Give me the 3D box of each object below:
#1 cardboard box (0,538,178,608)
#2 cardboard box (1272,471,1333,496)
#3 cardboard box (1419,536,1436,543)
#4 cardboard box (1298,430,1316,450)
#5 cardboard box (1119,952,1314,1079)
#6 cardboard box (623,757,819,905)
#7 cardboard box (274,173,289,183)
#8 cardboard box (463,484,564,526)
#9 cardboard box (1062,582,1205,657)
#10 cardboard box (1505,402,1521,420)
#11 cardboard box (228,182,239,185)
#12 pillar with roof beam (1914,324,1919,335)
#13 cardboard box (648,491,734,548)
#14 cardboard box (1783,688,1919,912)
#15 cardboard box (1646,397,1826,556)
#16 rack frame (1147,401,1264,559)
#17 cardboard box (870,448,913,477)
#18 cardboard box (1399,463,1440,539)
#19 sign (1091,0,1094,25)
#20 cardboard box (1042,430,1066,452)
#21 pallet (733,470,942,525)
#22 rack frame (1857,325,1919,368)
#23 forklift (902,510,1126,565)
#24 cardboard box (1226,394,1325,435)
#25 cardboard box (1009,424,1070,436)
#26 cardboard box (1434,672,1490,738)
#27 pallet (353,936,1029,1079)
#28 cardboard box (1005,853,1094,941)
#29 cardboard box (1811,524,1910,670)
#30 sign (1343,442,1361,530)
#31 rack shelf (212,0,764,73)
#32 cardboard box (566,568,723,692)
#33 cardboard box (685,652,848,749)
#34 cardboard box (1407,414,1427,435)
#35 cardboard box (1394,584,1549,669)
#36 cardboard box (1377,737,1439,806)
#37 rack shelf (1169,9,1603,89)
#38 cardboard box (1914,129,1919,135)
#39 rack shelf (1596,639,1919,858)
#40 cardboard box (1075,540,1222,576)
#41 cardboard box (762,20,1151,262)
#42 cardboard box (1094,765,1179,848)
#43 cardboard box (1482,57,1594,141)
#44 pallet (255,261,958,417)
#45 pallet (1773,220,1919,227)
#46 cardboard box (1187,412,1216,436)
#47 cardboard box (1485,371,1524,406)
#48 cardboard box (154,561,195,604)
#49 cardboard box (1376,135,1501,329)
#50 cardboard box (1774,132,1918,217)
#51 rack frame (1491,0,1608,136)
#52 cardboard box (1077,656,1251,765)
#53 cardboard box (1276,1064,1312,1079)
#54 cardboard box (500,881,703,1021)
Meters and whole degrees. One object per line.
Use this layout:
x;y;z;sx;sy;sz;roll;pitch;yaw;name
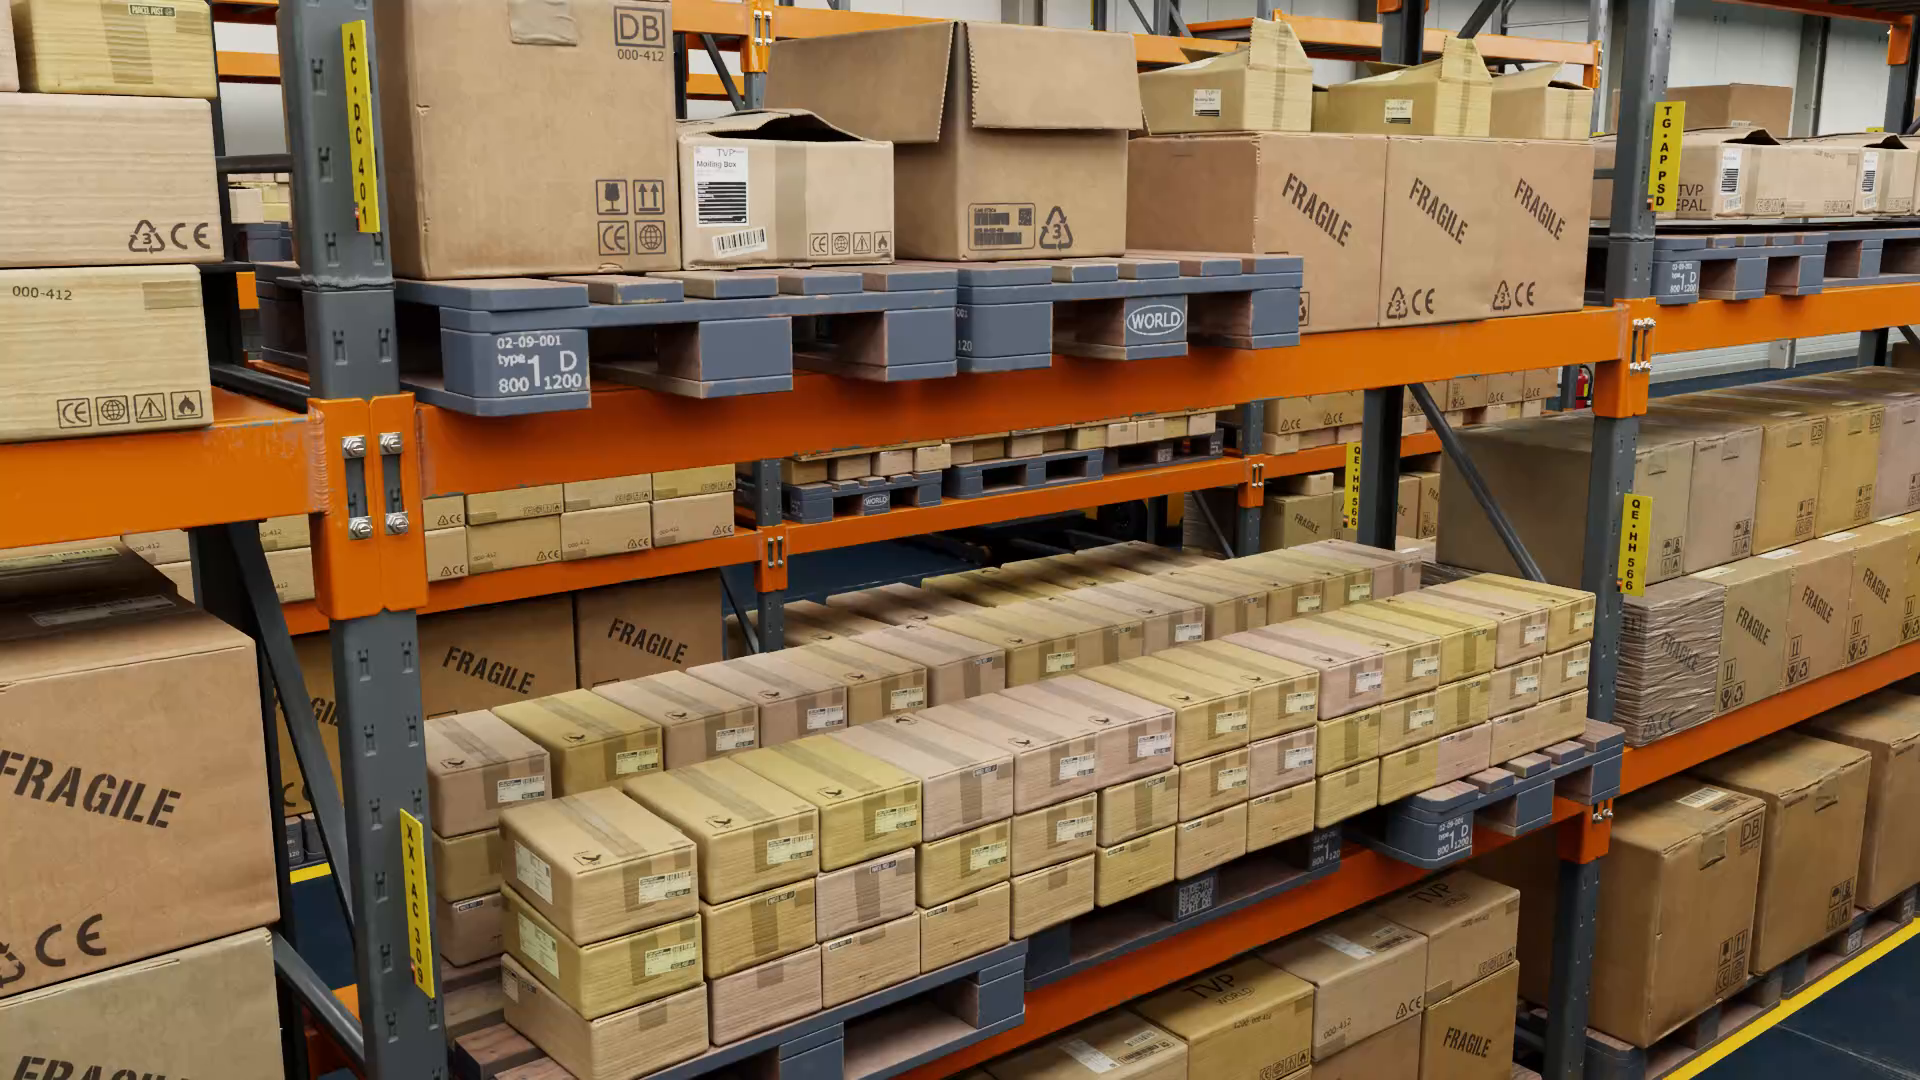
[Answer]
-1.807;0.312;3.195;0.500;0.500;0.500;-9;15;-36;cardboard box
2.537;-0.435;12.319;0.250;0.149;0.380;-9;15;-37;cardboard box
3.619;0.053;13.390;0.500;0.250;0.500;-10;16;-40;cardboard box
2.384;-0.758;12.205;0.250;0.149;0.380;-9;15;-36;cardboard box
0.656;1.370;4.778;0.500;0.250;0.500;-9;15;-36;cardboard box
-0.494;0.589;3.415;0.250;0.149;0.380;-9;15;-36;cardboard box
-4.985;-2.719;12.297;0.250;0.149;0.380;-10;16;-40;cardboard box
-2.355;-0.263;8.422;0.500;0.250;0.500;-10;16;-39;cardboard box
0.519;0.249;5.019;0.250;0.149;0.380;-9;15;-35;cardboard box
4.396;-1.084;13.736;0.250;0.149;0.380;-10;15;-39;cardboard box
-5.409;-2.517;12.060;0.250;0.149;0.380;-9;15;-37;cardboard box
22.116;-7.581;29.288;0.400;9.000;9.100;-9;15;-38;pillar with roof beam
-1.583;-0.151;9.101;0.500;0.250;0.500;-10;16;-40;cardboard box
3.760;1.053;7.474;0.750;0.750;1.050;-9;15;-38;cardboard box
2.971;-0.270;6.652;0.500;0.500;0.700;-10;15;-39;cardboard box
1.773;-0.851;12.037;0.127;3.000;1.000;-9;15;-38;rack frame
-0.496;-0.486;9.911;0.250;0.149;0.380;-11;16;-41;cardboard box
3.630;-0.319;13.333;0.500;0.500;0.500;-10;15;-39;cardboard box
1.451;-5.735;17.962;0.005;0.325;0.100;-9;15;-38;sign
0.468;-0.675;10.800;0.250;0.149;0.380;-10;16;-40;cardboard box
-0.861;-0.348;10.130;1.003;0.211;1.213;-9;15;-38;pallet
4.944;-0.062;8.318;0.127;3.000;1.000;-9;15;-38;rack frame
0.396;-1.333;14.473;1.130;2.935;3.031;-10;15;-38;forklift
2.291;-1.058;12.052;0.500;0.500;0.500;-9;15;-38;cardboard box
0.354;-0.955;10.560;0.500;0.500;0.500;-10;16;-40;cardboard box
1.308;0.437;4.849;0.250;0.149;0.380;-9;15;-36;cardboard box
-0.615;0.995;3.805;1.213;0.211;1.003;-9;15;-38;pallet
0.098;0.783;3.934;0.250;0.149;0.380;-10;16;-40;cardboard box
3.520;0.198;6.855;0.500;0.500;0.500;-10;15;-38;cardboard box
1.471;-0.198;6.176;0.005;0.325;0.100;-9;15;-38;sign
-2.912;-2.460;7.864;4.000;0.370;1.077;-9;15;-38;rack shelf
-1.942;0.578;9.412;0.875;0.875;0.875;-10;15;-38;cardboard box
-0.494;0.417;4.227;0.250;0.149;0.380;-9;15;-38;cardboard box
3.403;-0.919;12.961;0.250;0.149;0.380;-10;15;-38;cardboard box
1.527;0.254;4.993;0.250;0.149;0.380;-10;15;-38;cardboard box
1.130;0.611;4.746;0.250;0.149;0.380;-10;15;-38;cardboard box
3.335;-3.692;12.712;4.000;0.370;1.077;-9;15;-38;rack shelf
5.168;-1.961;8.434;0.500;0.250;0.500;-10;15;-38;cardboard box
3.382;0.550;7.171;4.000;0.370;1.077;-9;15;-38;rack shelf
1.365;0.297;11.944;0.625;0.372;0.950;-9;15;-37;cardboard box
-0.015;-0.926;3.907;0.637;0.503;0.797;-10;15;-38;cardboard box
0.314;0.601;4.076;0.250;0.149;0.380;-10;15;-39;cardboard box
1.667;-1.339;5.027;0.258;0.266;0.396;-9;15;-38;cardboard box
-0.754;-0.462;3.433;1.003;0.211;1.213;-9;15;-38;pallet
4.259;-1.308;7.429;1.217;0.209;0.805;-10;16;-40;pallet
1.544;-0.822;11.495;0.250;0.149;0.380;-9;15;-37;cardboard box
4.251;-1.385;13.596;0.500;0.500;0.500;-9;15;-38;cardboard box
-3.562;0.178;7.549;0.500;0.250;0.500;-10;16;-39;cardboard box
1.151;-0.876;4.693;0.500;0.500;0.500;-9;15;-38;cardboard box
3.315;-1.410;6.412;0.500;0.311;0.500;-10;15;-39;cardboard box
4.896;-4.305;13.859;0.127;3.000;1.000;-9;15;-38;rack frame
0.509;0.423;4.198;0.250;0.149;0.380;-9;15;-36;cardboard box
0.660;1.741;4.838;0.500;0.500;0.500;-10;16;-40;cardboard box
-0.708;0.772;3.271;0.250;0.149;0.380;-9;15;-37;cardboard box
